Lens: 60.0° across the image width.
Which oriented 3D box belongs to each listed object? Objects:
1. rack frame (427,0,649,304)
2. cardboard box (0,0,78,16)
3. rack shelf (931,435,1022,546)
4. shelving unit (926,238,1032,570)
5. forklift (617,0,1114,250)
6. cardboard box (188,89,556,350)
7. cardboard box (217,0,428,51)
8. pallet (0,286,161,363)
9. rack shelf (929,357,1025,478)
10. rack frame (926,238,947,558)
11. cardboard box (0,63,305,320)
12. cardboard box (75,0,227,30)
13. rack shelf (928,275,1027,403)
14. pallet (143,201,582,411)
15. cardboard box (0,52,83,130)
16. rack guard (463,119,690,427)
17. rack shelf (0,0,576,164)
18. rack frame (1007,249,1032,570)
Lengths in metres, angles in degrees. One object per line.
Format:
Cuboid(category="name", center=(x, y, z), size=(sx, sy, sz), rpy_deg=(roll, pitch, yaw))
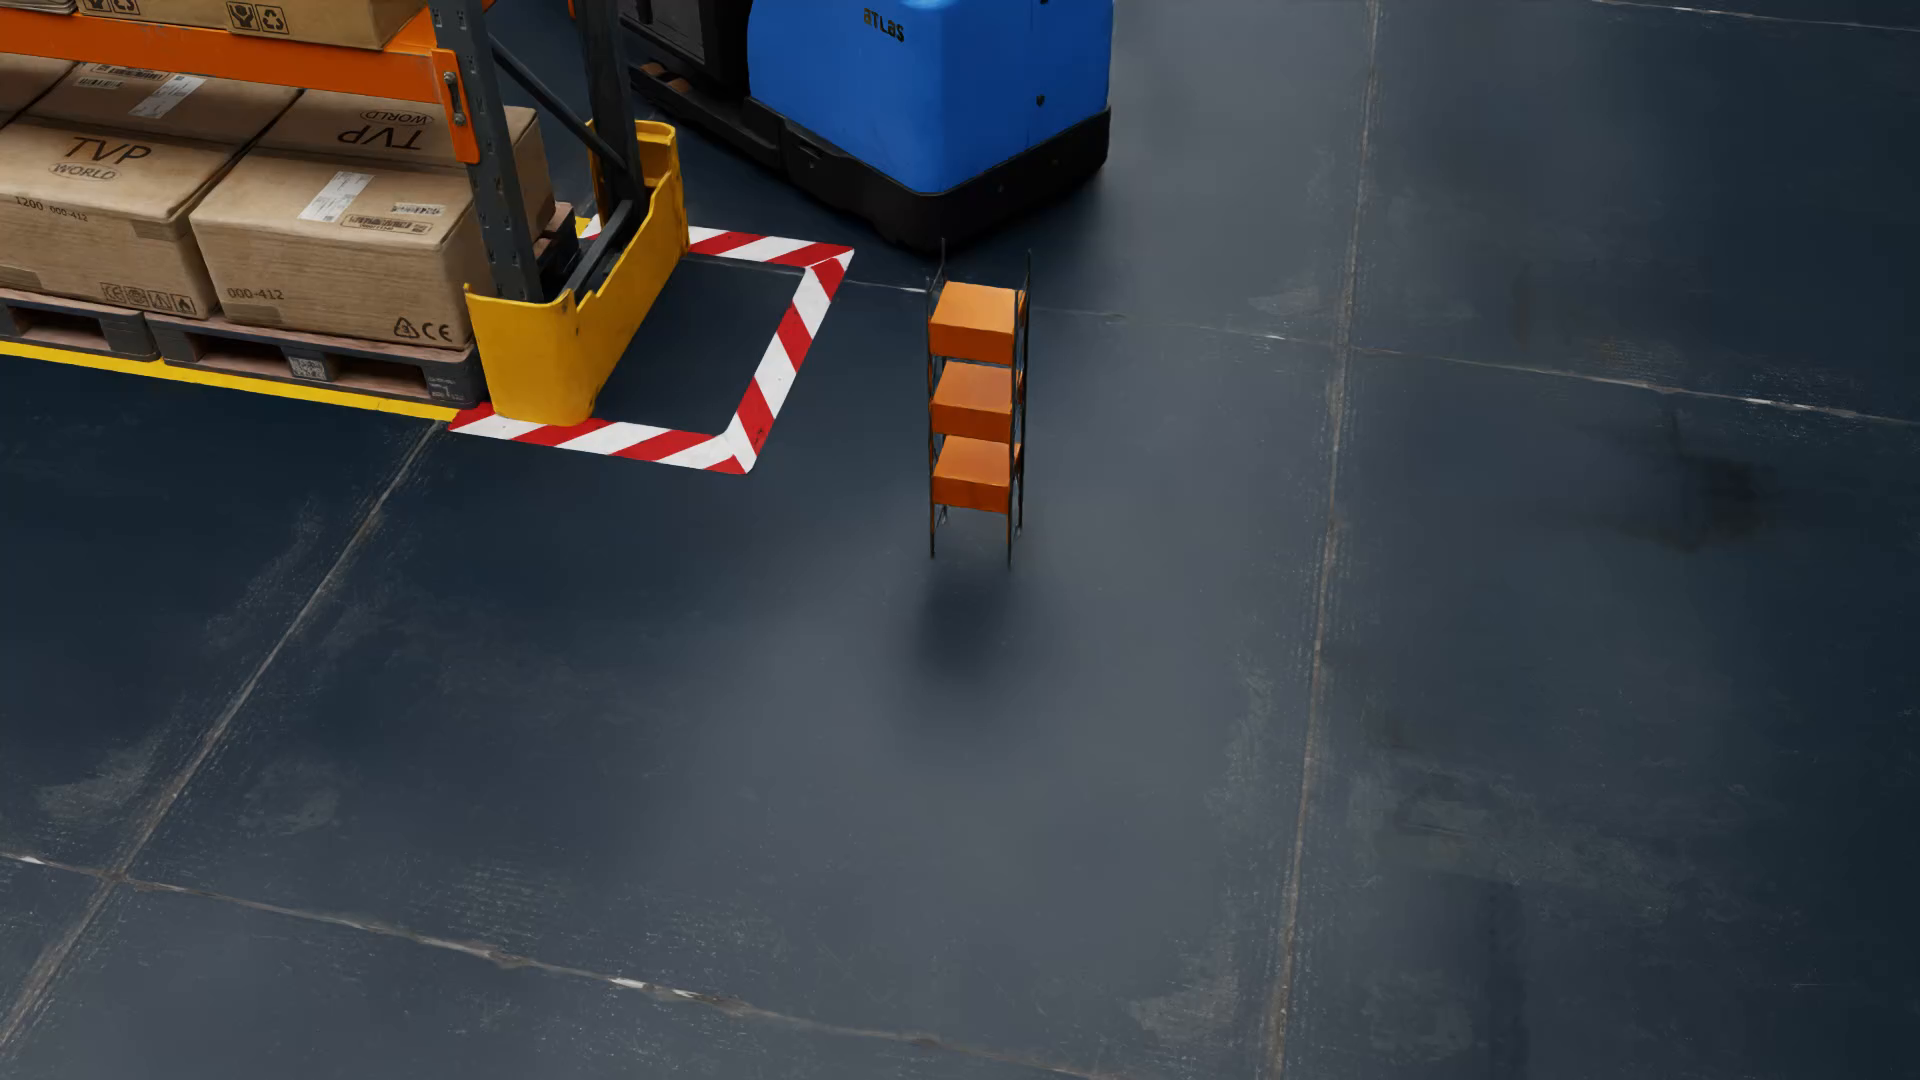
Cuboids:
Cuboid(category="rack frame", center=(-1.348, -1.881, 5.041), size=(0.127, 3.000, 1.000), rpy_deg=(9, 45, 9))
Cuboid(category="cardboard box", center=(-2.867, -1.968, 5.060), size=(0.500, 0.500, 0.500), rpy_deg=(10, 45, 10))
Cuboid(category="rack shelf", center=(0.052, -0.162, 5.078), size=(0.240, 0.259, 0.215), rpy_deg=(9, 45, 9))
Cuboid(category="shelving unit", center=(0.052, -0.370, 4.877), size=(0.252, 1.050, 0.215), rpy_deg=(9, 45, 9))
Cuboid(category="forklift", center=(-0.778, -3.078, 6.334), size=(1.130, 2.935, 3.031), rpy_deg=(-33, 53, -30))
Cuboid(category="cardboard box", center=(-2.014, -1.142, 5.818), size=(0.875, 0.438, 0.875), rpy_deg=(7, 44, 8))
Cuboid(category="cardboard box", center=(-1.876, -1.811, 4.896), size=(0.500, 0.500, 0.500), rpy_deg=(9, 45, 9))
Cuboid(category="pallet", center=(-3.332, -1.131, 6.273), size=(1.213, 0.211, 1.003), rpy_deg=(9, 45, 9))
Cuboid(category="rack shelf", center=(0.052, -0.363, 4.885), size=(0.240, 0.259, 0.215), rpy_deg=(9, 45, 9))
Cuboid(category="rack frame", center=(-0.067, -0.389, 4.897), size=(0.008, 1.050, 0.200), rpy_deg=(9, 45, 9))
Cuboid(category="cardboard box", center=(-2.908, -1.274, 5.956), size=(0.875, 0.438, 0.875), rpy_deg=(10, 45, 10))
Cuboid(category="cardboard box", center=(-2.363, -1.897, 4.986), size=(0.500, 0.500, 0.500), rpy_deg=(8, 44, 8))
Cuboid(category="rack shelf", center=(0.052, -0.567, 4.688), size=(0.240, 0.259, 0.215), rpy_deg=(9, 45, 9))
Cuboid(category="pallet", center=(-2.145, -0.944, 6.079), size=(1.213, 0.211, 1.003), rpy_deg=(9, 45, 9))
Cuboid(category="cardboard box", center=(-3.788, -1.412, 6.099), size=(0.875, 0.438, 0.875), rpy_deg=(8, 44, 8))
Cuboid(category="rack guard", center=(-1.324, -0.977, 5.904), size=(0.348, 0.500, 1.175), rpy_deg=(9, 45, 9))
Cuboid(category="rack shelf", center=(-3.299, -1.925, 5.605), size=(4.000, 0.370, 1.077), rpy_deg=(9, 45, 9))
Cuboid(category="rack frame", center=(0.171, -0.352, 4.858), size=(0.008, 1.050, 0.200), rpy_deg=(9, 45, 9))
